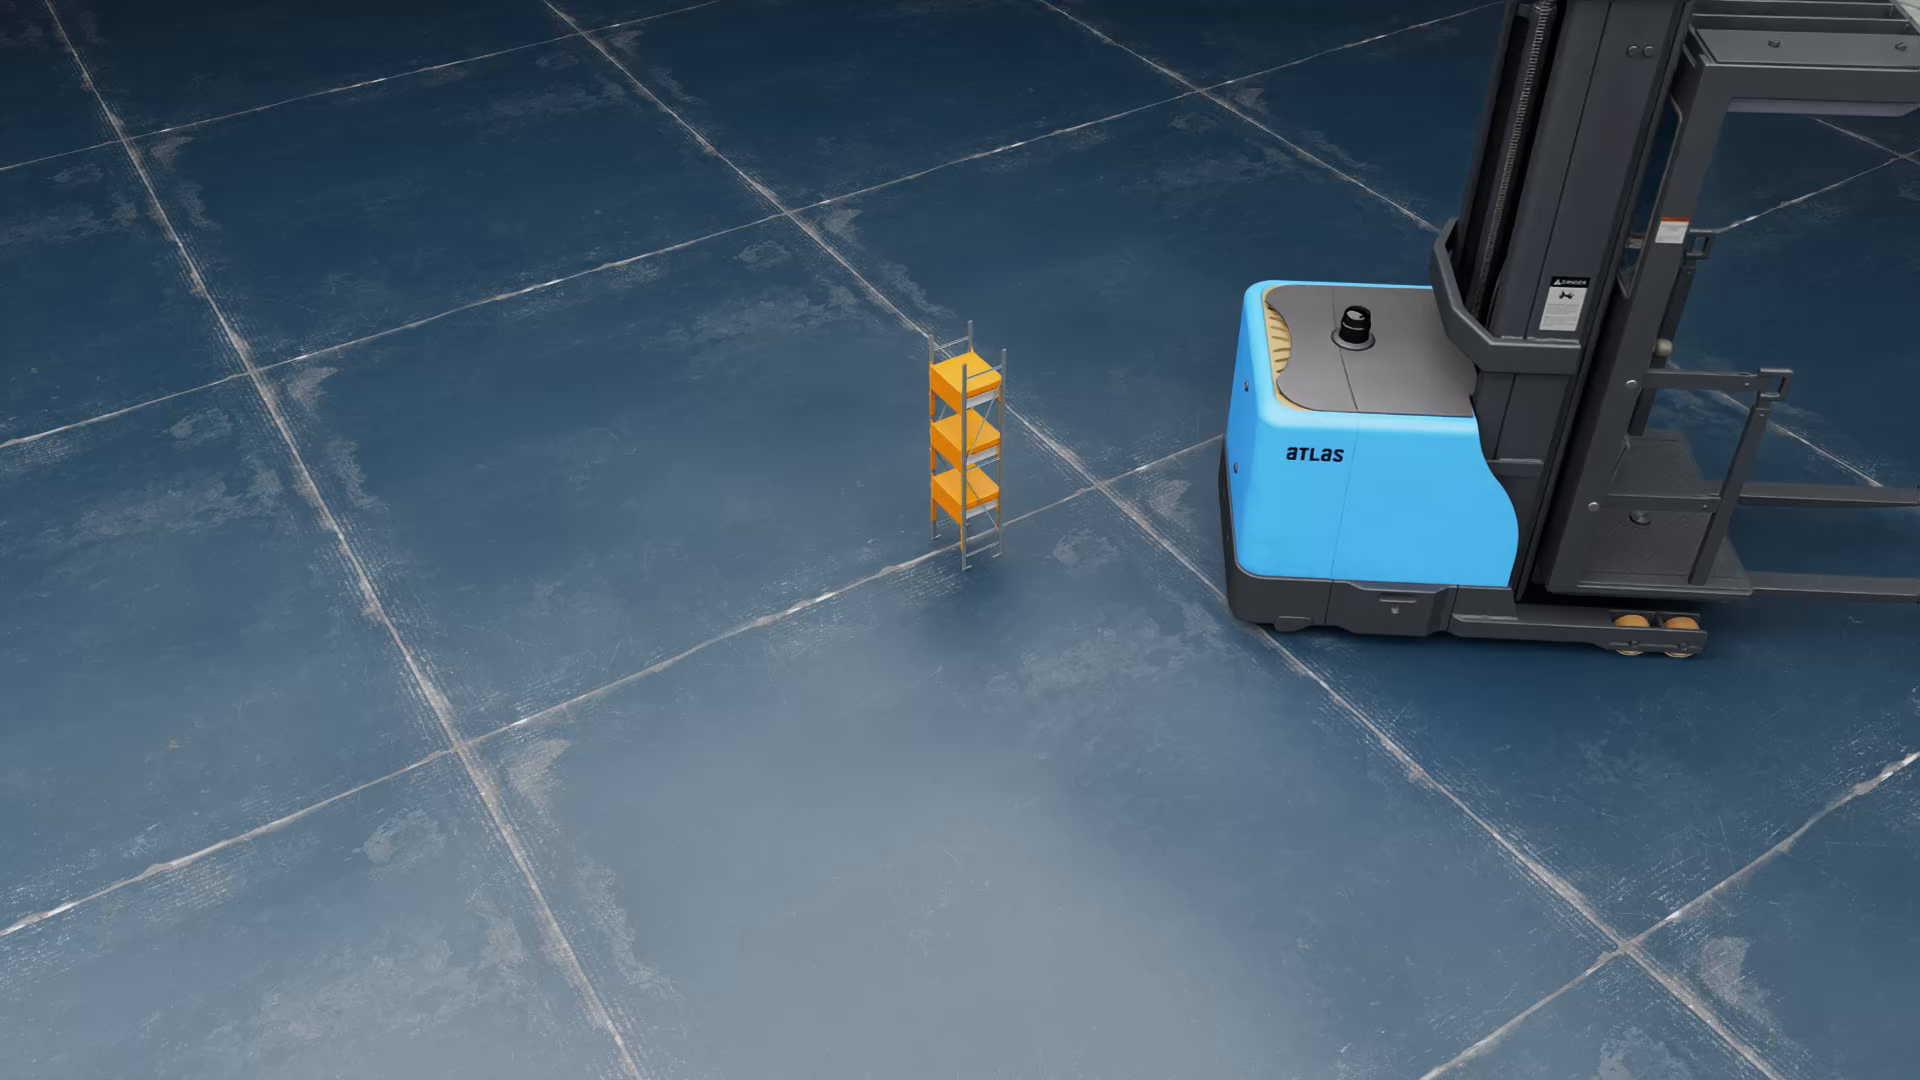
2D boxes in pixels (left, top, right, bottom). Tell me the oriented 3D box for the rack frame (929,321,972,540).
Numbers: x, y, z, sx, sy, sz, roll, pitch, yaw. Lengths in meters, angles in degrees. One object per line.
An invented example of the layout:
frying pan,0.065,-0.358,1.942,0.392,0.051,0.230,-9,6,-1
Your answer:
rack frame,-0.037,-0.440,6.958,0.200,1.050,0.008,-22,45,-24

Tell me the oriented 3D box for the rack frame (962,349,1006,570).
rack frame,0.094,-0.309,6.800,0.200,1.050,0.008,-22,45,-24

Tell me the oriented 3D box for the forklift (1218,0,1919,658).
forklift,2.641,-1.009,6.171,3.031,2.935,1.130,3,40,3

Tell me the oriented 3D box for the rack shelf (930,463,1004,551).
rack shelf,0.029,-0.153,7.064,0.215,0.259,0.240,-22,45,-24

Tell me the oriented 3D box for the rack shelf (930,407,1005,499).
rack shelf,0.029,-0.366,6.886,0.215,0.259,0.240,-22,45,-24

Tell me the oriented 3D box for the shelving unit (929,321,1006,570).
shelving unit,0.029,-0.374,6.879,0.215,1.050,0.252,-22,45,-24

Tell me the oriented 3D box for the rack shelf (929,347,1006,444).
rack shelf,0.029,-0.584,6.704,0.215,0.259,0.240,-22,45,-24
